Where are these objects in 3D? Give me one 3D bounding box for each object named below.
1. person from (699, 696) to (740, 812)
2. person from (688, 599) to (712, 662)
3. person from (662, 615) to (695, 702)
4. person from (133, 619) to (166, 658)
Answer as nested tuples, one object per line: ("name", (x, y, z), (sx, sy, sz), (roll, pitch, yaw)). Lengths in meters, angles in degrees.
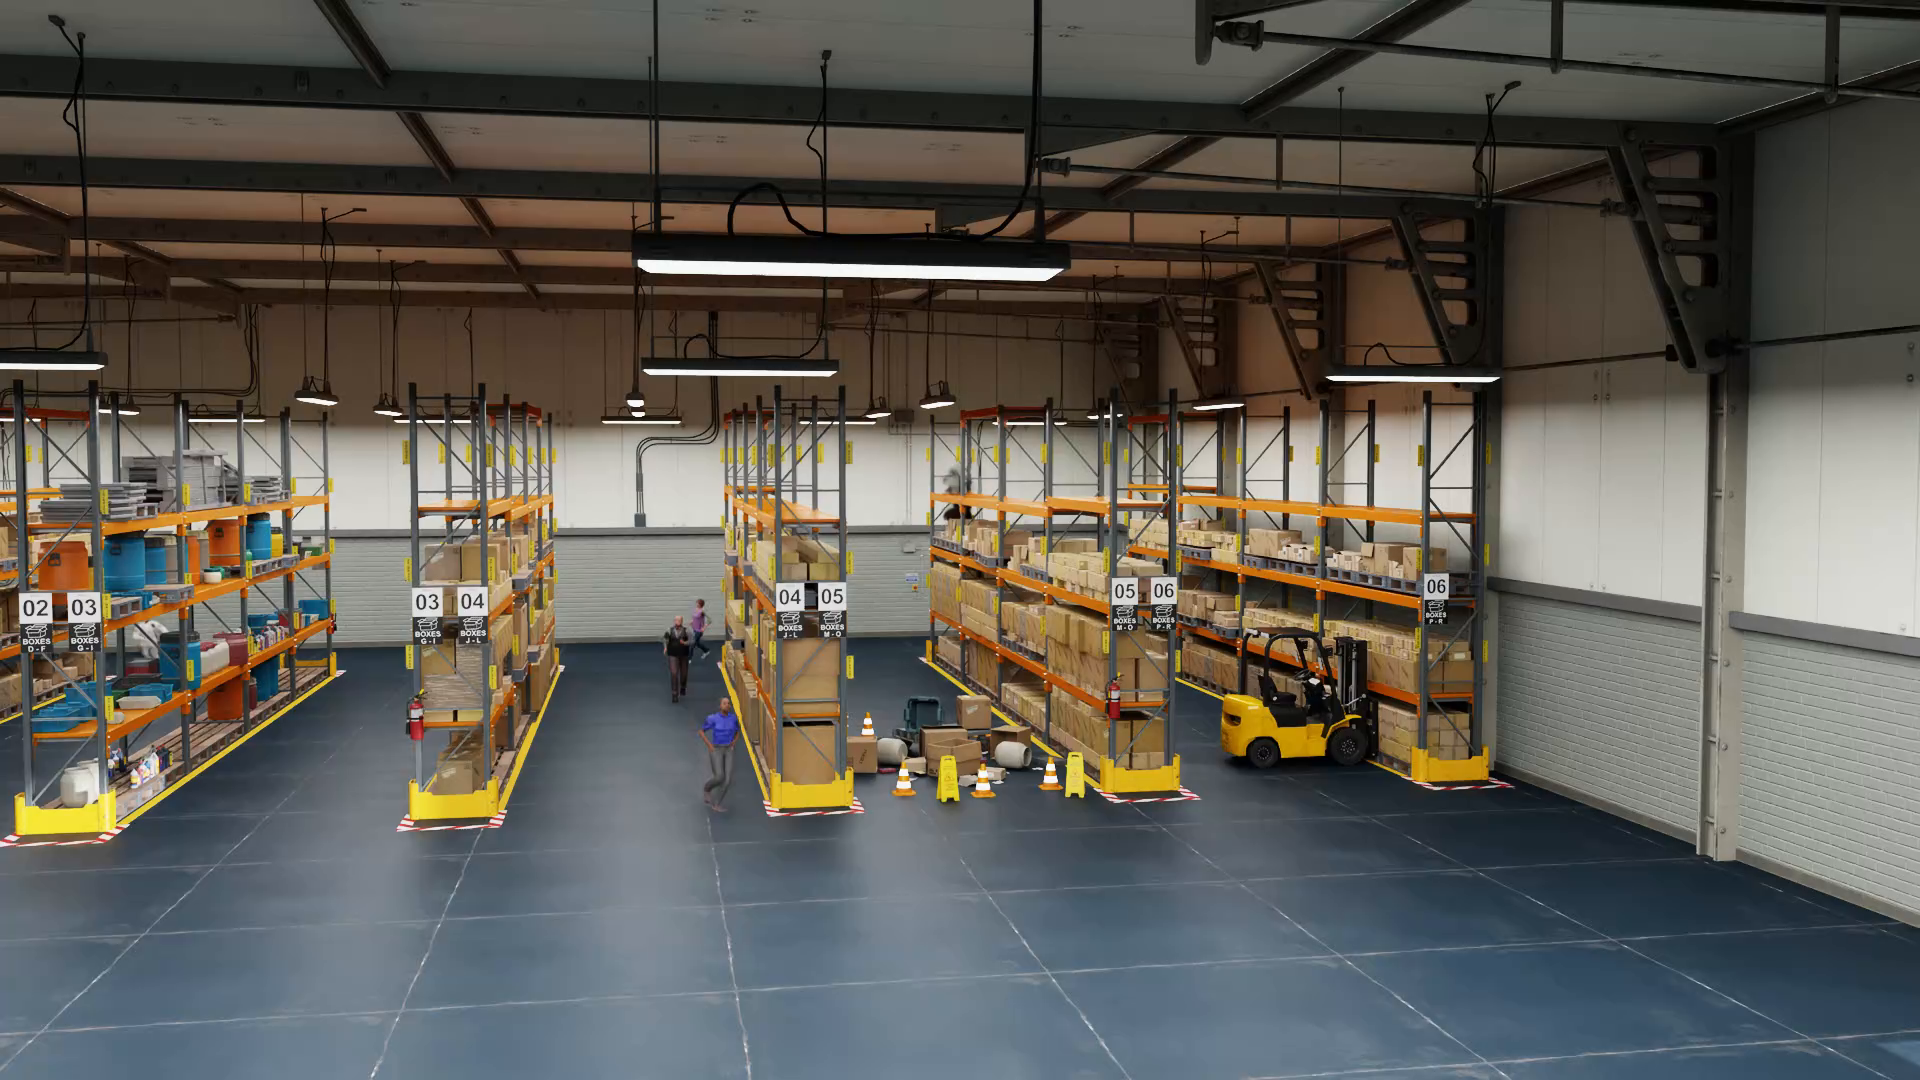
("person", (-3.353, 3.018, 23.492), (0.567, 1.618, 0.536), (-2, 3, -33))
("person", (-6.285, 2.180, 39.988), (0.874, 1.562, 0.601), (-2, 4, -39))
("person", (-5.748, 2.396, 33.961), (0.651, 1.720, 0.955), (-1, 3, -11))
("person", (-17.683, 2.341, 36.254), (0.613, 1.696, 0.604), (-1, 3, -16))
